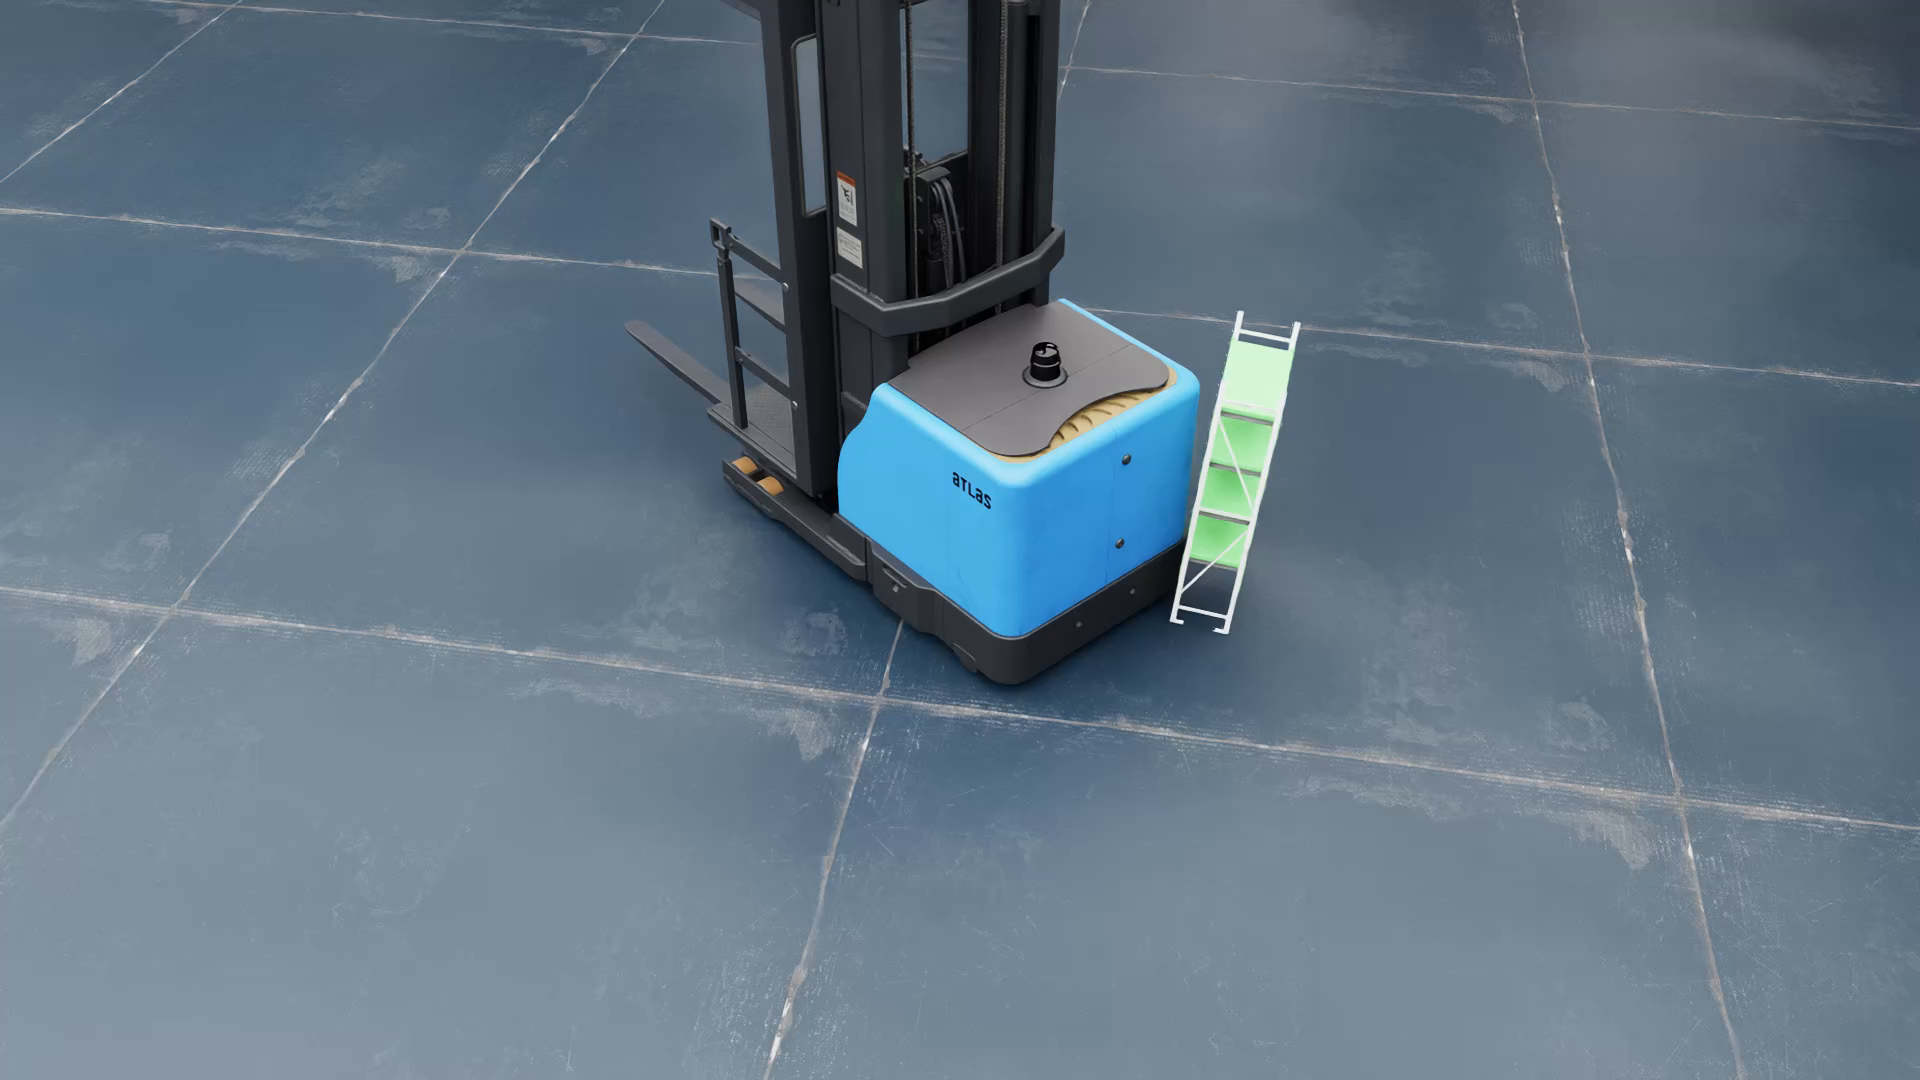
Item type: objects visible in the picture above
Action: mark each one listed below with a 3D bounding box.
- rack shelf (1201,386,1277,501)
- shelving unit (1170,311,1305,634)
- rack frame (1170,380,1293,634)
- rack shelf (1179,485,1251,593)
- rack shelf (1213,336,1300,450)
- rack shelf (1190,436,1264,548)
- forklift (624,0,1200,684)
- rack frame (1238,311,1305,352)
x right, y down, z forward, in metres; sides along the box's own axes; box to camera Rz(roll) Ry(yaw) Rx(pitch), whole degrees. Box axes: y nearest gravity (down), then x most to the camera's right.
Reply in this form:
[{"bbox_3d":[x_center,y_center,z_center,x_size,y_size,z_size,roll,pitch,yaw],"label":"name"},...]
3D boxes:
[{"bbox_3d":[1.108,-0.381,6.478,0.258,0.148,0.480,13,41,8],"label":"rack shelf"},{"bbox_3d":[1.092,-0.249,6.593,0.258,1.200,0.503,13,41,8],"label":"shelving unit"},{"bbox_3d":[1.031,-0.098,6.411,0.240,1.200,0.015,13,41,8],"label":"rack frame"},{"bbox_3d":[1.066,-0.020,6.791,0.258,0.148,0.480,13,41,8],"label":"rack shelf"},{"bbox_3d":[1.129,-0.562,6.321,0.258,0.148,0.480,13,41,8],"label":"rack shelf"},{"bbox_3d":[1.087,-0.201,6.634,0.258,0.148,0.480,13,41,8],"label":"rack shelf"},{"bbox_3d":[-0.412,-1.432,6.682,1.130,2.935,3.031,-29,48,-30],"label":"forklift"},{"bbox_3d":[1.154,-0.399,6.775,0.240,1.200,0.015,13,41,8],"label":"rack frame"}]
